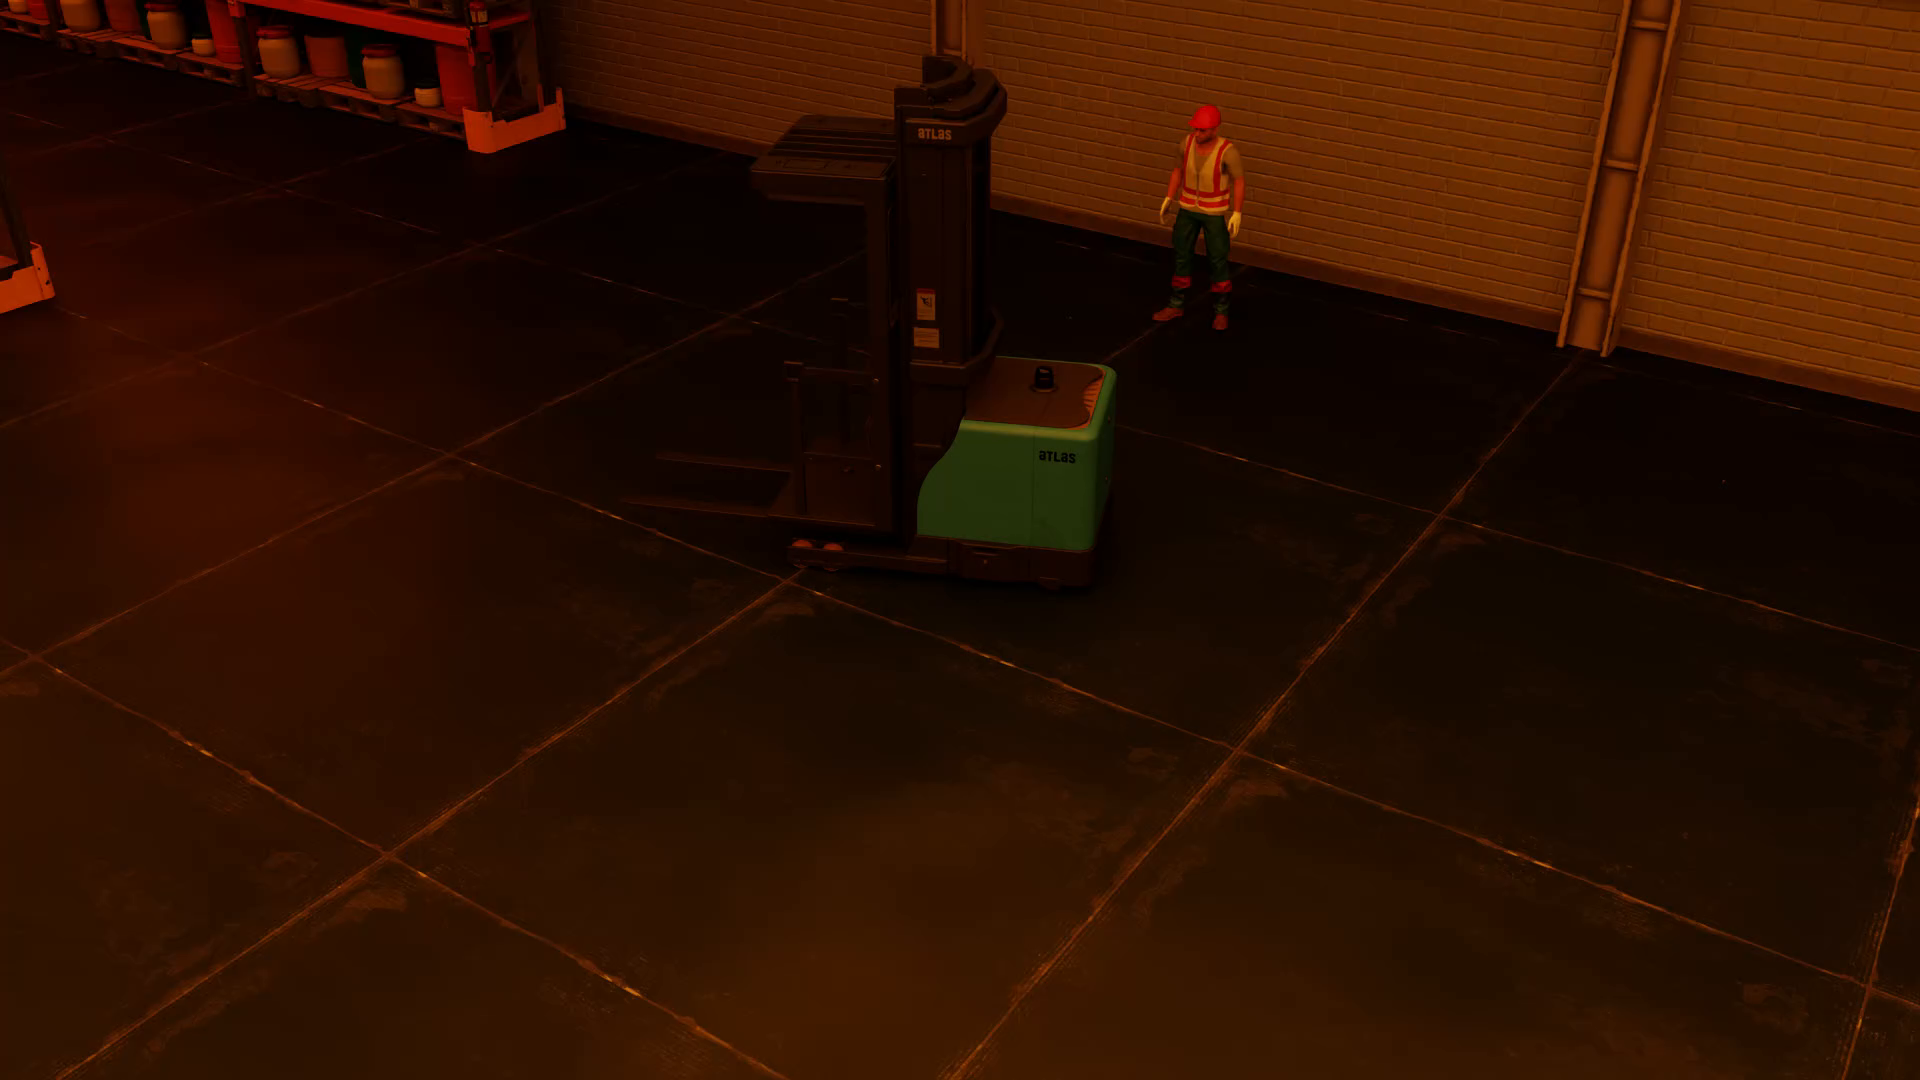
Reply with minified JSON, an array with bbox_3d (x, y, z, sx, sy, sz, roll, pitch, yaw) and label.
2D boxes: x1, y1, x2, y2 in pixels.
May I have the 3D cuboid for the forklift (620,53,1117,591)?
[{"bbox_3d":[-0.596,-1.330,9.871,3.031,2.935,1.130,6,31,10],"label":"forklift"}]

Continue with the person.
[{"bbox_3d":[1.903,-2.575,13.165,0.672,1.781,0.470,17,34,27],"label":"person"}]
